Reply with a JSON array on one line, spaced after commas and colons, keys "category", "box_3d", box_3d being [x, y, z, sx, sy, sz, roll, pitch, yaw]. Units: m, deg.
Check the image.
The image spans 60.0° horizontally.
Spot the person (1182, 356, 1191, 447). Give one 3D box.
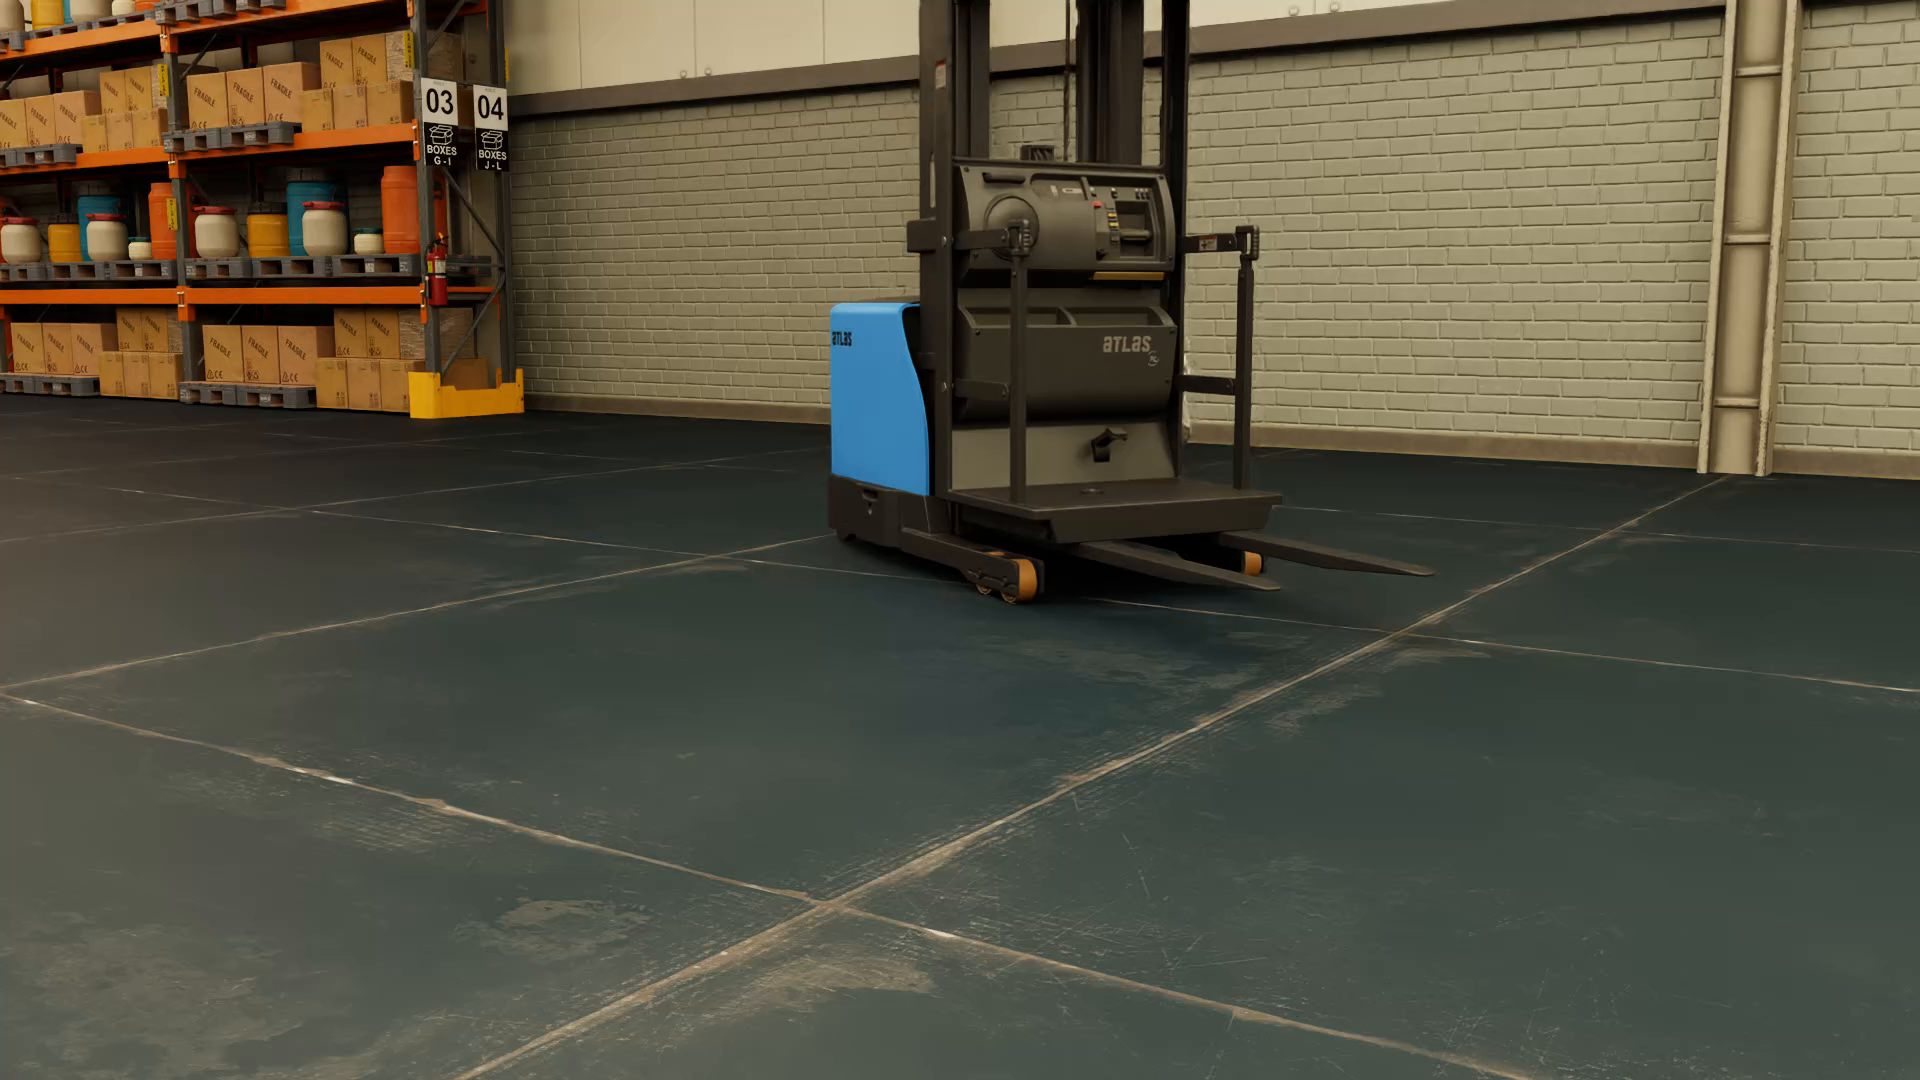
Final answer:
[{"category": "person", "box_3d": [0.758, -0.895, 8.017, 0.894, 1.746, 0.398, -5, 10, -33]}]

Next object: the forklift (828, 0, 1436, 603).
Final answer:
[{"category": "forklift", "box_3d": [0.526, -1.293, 6.288, 1.130, 2.935, 3.031, -4, 9, -27]}]
